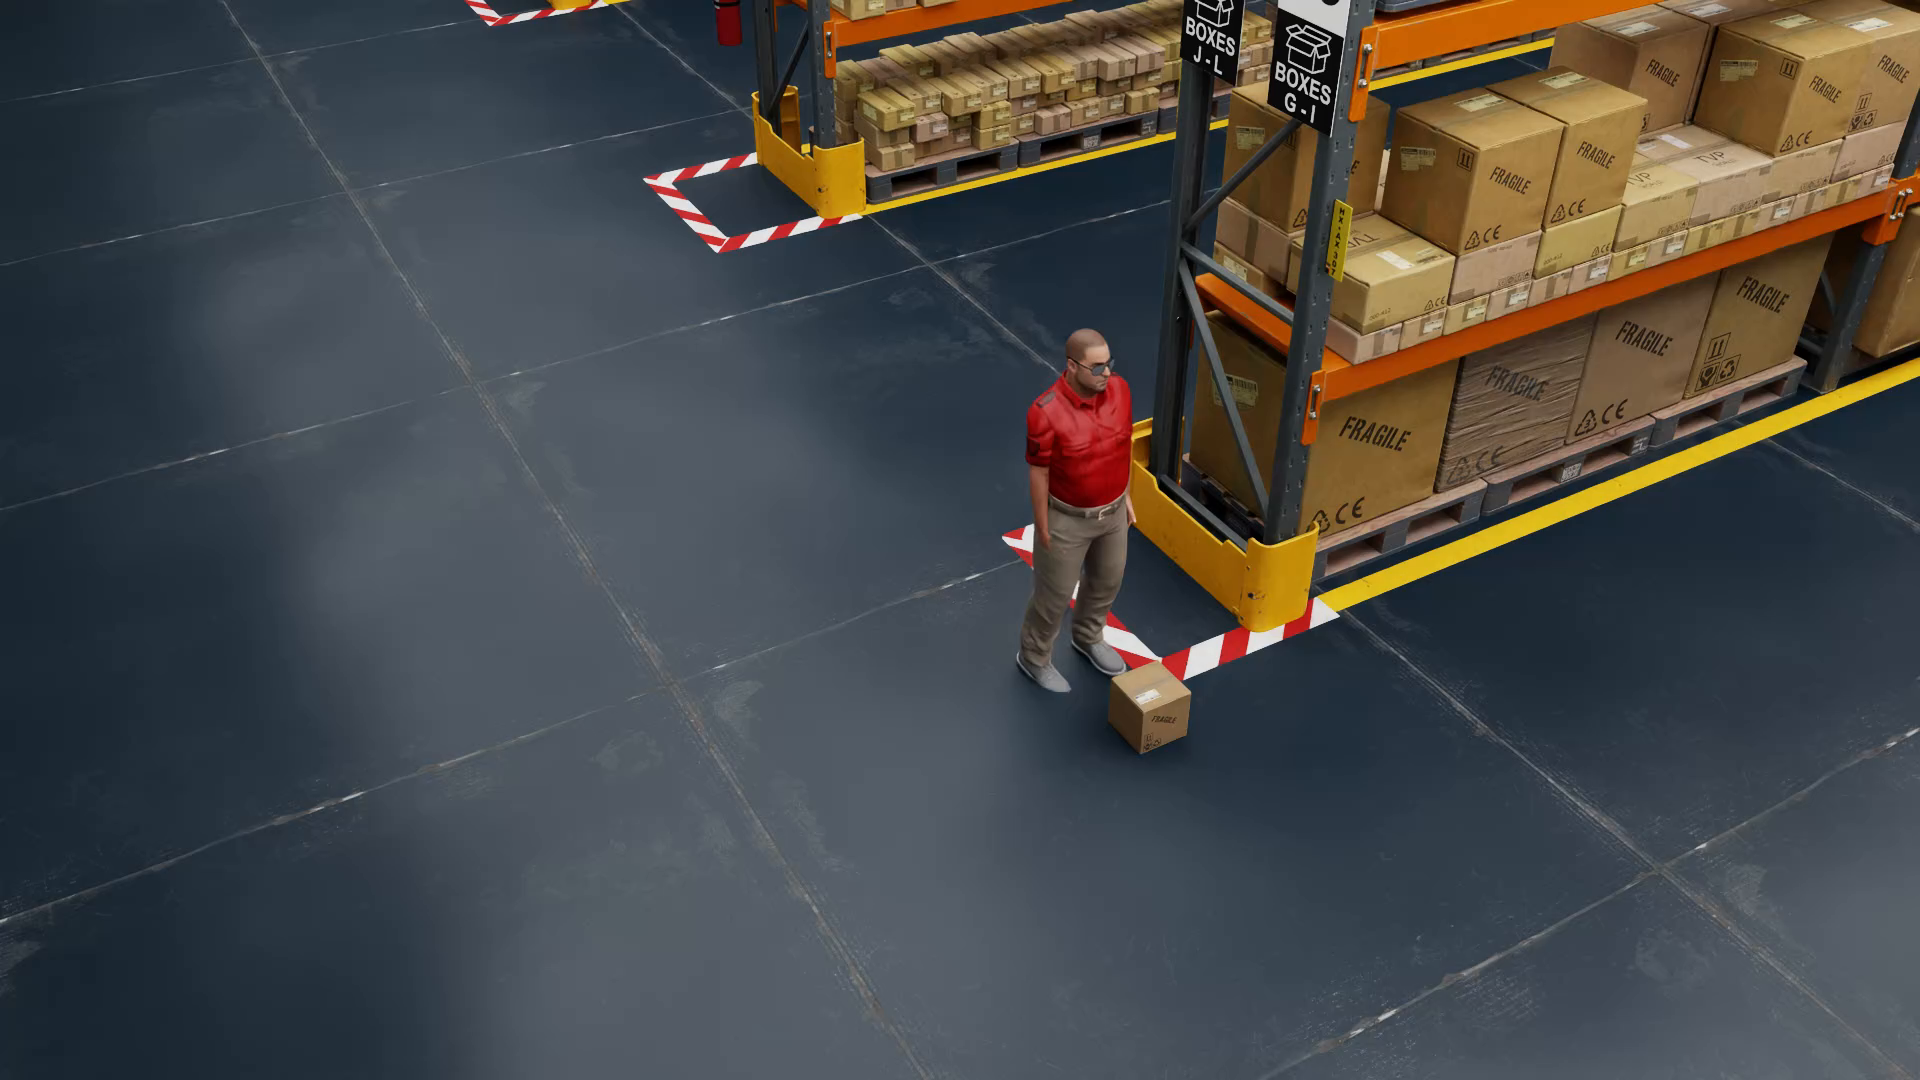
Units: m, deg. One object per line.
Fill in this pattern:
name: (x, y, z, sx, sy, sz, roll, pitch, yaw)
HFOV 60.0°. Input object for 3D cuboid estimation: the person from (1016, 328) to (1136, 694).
person: (0.534, -0.098, 7.115, 0.527, 1.764, 0.370, -23, 42, -28)
